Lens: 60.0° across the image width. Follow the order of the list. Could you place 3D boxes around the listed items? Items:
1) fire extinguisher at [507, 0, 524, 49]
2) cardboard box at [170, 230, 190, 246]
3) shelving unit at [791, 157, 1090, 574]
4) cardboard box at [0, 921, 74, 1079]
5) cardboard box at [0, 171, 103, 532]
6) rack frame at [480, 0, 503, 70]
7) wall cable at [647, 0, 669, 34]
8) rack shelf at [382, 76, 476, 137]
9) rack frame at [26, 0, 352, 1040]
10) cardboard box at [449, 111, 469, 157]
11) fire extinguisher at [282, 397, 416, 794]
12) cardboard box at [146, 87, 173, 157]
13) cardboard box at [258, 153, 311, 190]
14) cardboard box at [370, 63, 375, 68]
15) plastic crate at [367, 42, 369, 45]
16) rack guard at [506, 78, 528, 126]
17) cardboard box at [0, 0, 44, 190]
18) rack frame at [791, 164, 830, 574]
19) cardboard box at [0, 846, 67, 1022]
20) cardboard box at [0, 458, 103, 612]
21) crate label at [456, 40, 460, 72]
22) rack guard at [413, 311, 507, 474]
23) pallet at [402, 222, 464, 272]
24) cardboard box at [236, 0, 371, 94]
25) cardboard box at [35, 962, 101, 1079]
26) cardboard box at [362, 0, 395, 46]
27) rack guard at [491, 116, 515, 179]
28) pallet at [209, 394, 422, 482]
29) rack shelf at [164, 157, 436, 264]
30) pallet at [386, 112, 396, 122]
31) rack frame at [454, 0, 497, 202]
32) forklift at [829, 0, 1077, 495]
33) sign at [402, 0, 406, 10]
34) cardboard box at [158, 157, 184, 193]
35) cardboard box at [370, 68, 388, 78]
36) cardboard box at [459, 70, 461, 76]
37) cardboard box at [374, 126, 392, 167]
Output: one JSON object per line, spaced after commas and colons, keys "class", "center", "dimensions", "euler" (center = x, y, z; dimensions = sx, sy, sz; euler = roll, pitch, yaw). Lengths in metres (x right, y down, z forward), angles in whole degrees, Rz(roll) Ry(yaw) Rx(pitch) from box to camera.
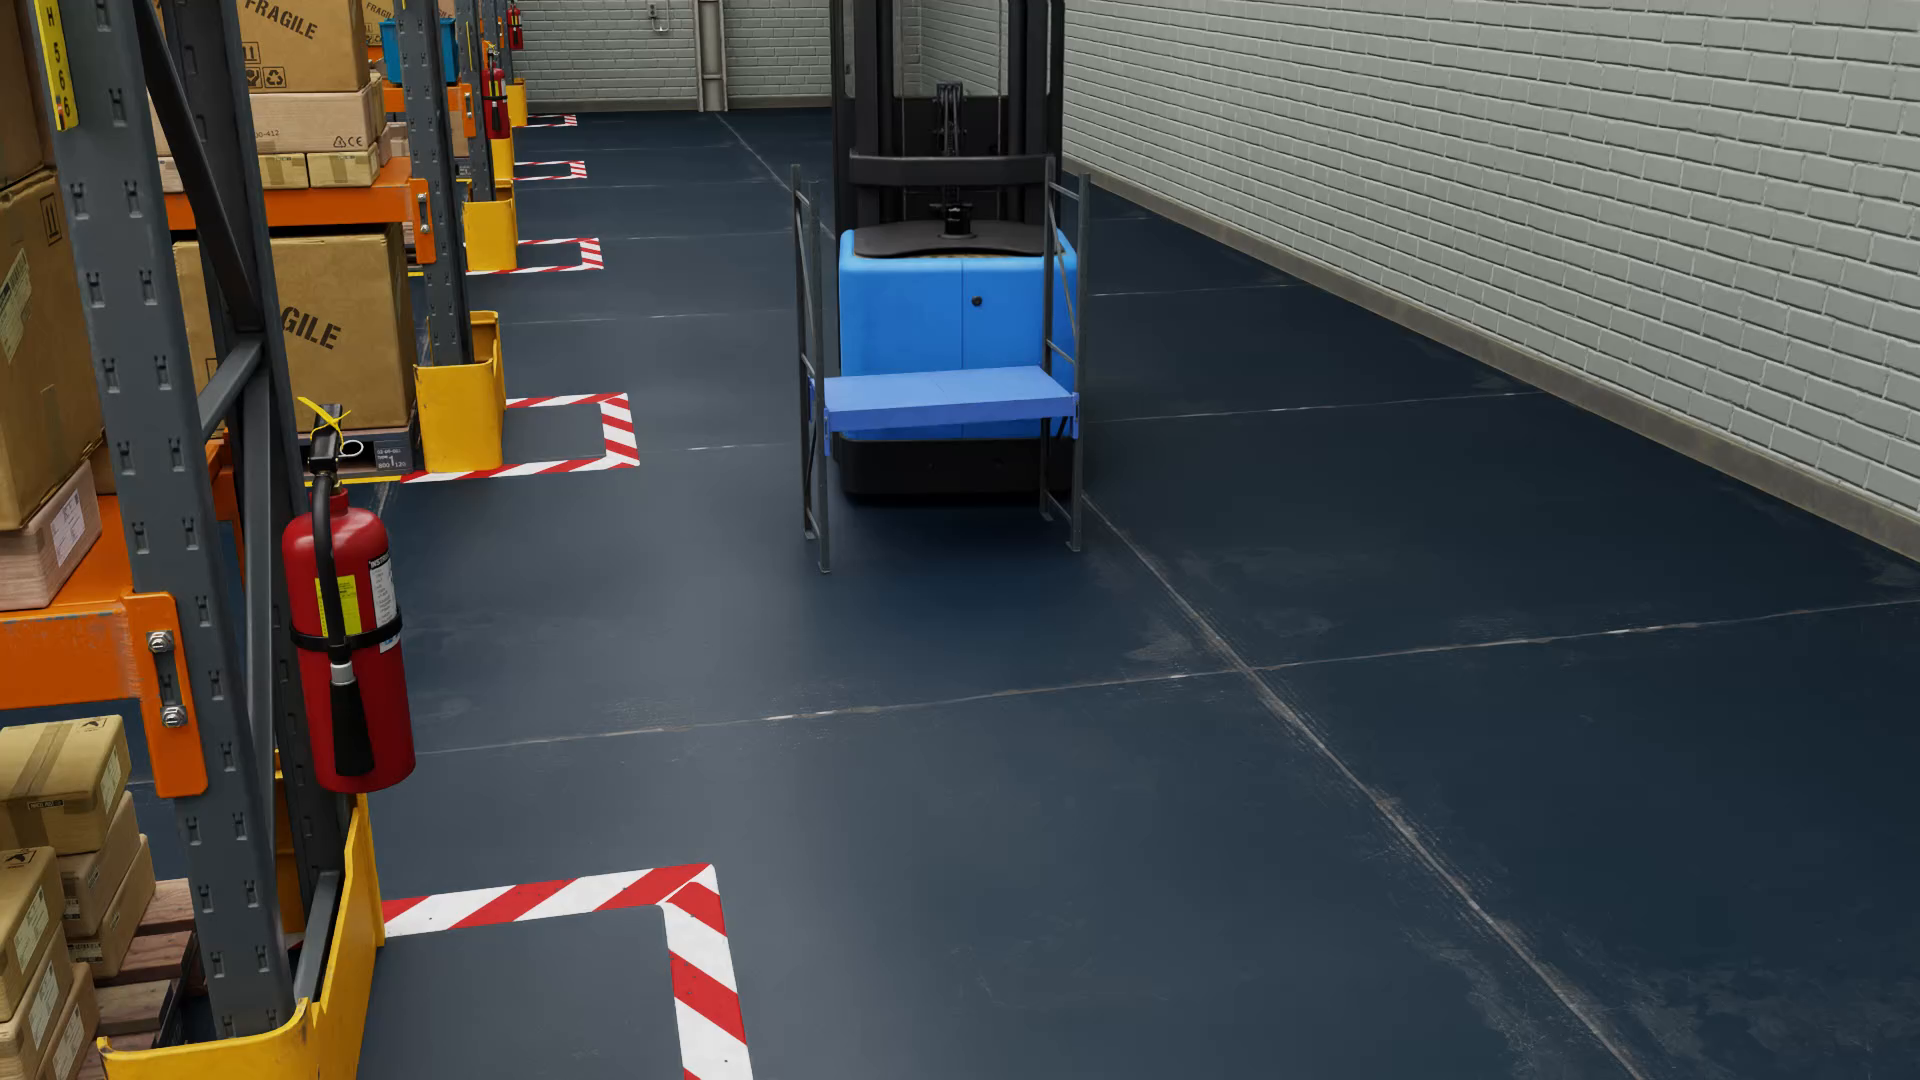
{"class": "fire extinguisher", "center": [-5.615, -6.536, 20.952], "dimensions": [0.183, 0.674, 0.296], "euler": [-5, 21, -12]}
{"class": "cardboard box", "center": [-3.939, -0.966, 7.570], "dimensions": [0.875, 0.875, 0.875], "euler": [-5, 21, -12]}
{"class": "shelving unit", "center": [-0.083, -0.697, 6.538], "dimensions": [1.048, 1.500, 0.538], "euler": [-5, 21, -12]}
{"class": "cardboard box", "center": [-1.854, 0.891, 3.123], "dimensions": [0.250, 0.149, 0.380], "euler": [-5, 21, -14]}
{"class": "cardboard box", "center": [-1.784, -0.313, 2.730], "dimensions": [0.500, 0.500, 0.500], "euler": [-4, 21, -11]}
{"class": "rack frame", "center": [-4.725, -5.232, 16.738], "dimensions": [0.127, 3.000, 1.000], "euler": [-5, 21, -12]}
{"class": "wall cable", "center": [-4.840, -7.785, 22.230], "dimensions": [1.851, 1.984, 0.084], "euler": [-5, 21, -12]}
{"class": "rack shelf", "center": [-5.535, -3.078, 11.902], "dimensions": [4.000, 0.370, 1.077], "euler": [-5, 21, -12]}
{"class": "rack frame", "center": [-1.406, -0.248, 3.130], "dimensions": [0.127, 3.000, 1.000], "euler": [-5, 21, -12]}
{"class": "cardboard box", "center": [-5.197, -4.140, 16.749], "dimensions": [0.500, 0.500, 0.500], "euler": [-5, 21, -12]}
{"class": "fire extinguisher", "center": [-1.055, 0.098, 2.841], "dimensions": [0.183, 0.674, 0.296], "euler": [-5, 21, -12]}
{"class": "cardboard box", "center": [-3.353, -1.818, 7.203], "dimensions": [0.500, 0.250, 0.500], "euler": [-5, 21, -13]}
{"class": "cardboard box", "center": [-2.972, -1.639, 7.292], "dimensions": [0.250, 0.149, 0.380], "euler": [-4, 21, -12]}
{"class": "cardboard box", "center": [-7.435, -6.126, 21.257], "dimensions": [0.250, 0.149, 0.380], "euler": [-4, 21, -12]}
{"class": "plastic crate", "center": [-4.545, -3.562, 12.334], "dimensions": [0.300, 0.233, 0.416], "euler": [-5, 21, -12]}
{"class": "rack guard", "center": [-5.845, -5.718, 21.699], "dimensions": [0.348, 0.500, 1.175], "euler": [-5, 21, -12]}
{"class": "cardboard box", "center": [-1.794, -0.785, 2.564], "dimensions": [0.500, 0.500, 0.500], "euler": [-5, 21, -14]}
{"class": "rack frame", "center": [-0.578, -0.657, 6.428], "dimensions": [0.032, 1.500, 0.500], "euler": [-5, 21, -12]}
{"class": "cardboard box", "center": [-1.863, 0.741, 3.100], "dimensions": [0.250, 0.149, 0.380], "euler": [-4, 21, -12]}
{"class": "cardboard box", "center": [-1.658, -0.010, 2.845], "dimensions": [0.250, 0.149, 0.380], "euler": [-5, 21, -12]}
{"class": "crate label", "center": [-3.905, -3.614, 12.477], "dimensions": [0.303, 0.233, 0.416], "euler": [-5, 21, -12]}
{"class": "rack guard", "center": [-2.426, -0.744, 8.120], "dimensions": [0.348, 0.500, 1.175], "euler": [-5, 21, -12]}
{"class": "pallet", "center": [-4.400, -2.212, 12.547], "dimensions": [1.213, 0.211, 1.003], "euler": [-5, 21, -12]}
{"class": "cardboard box", "center": [-2.863, -2.211, 7.185], "dimensions": [0.500, 0.500, 0.500], "euler": [-4, 21, -12]}
{"class": "cardboard box", "center": [-1.870, 1.005, 3.244], "dimensions": [0.250, 0.149, 0.380], "euler": [-4, 21, -12]}
{"class": "cardboard box", "center": [-5.602, -5.111, 16.260], "dimensions": [0.500, 0.500, 0.500], "euler": [-4, 21, -12]}
{"class": "rack guard", "center": [-4.799, -4.053, 17.151], "dimensions": [0.348, 0.500, 1.175], "euler": [-5, 21, -12]}
{"class": "pallet", "center": [-3.209, -0.517, 7.920], "dimensions": [1.213, 0.211, 1.003], "euler": [-5, 21, -12]}
{"class": "rack shelf", "center": [-4.395, -1.420, 7.376], "dimensions": [4.000, 0.370, 1.077], "euler": [-5, 21, -12]}
{"class": "pallet", "center": [-7.813, -5.396, 21.239], "dimensions": [1.213, 0.211, 1.003], "euler": [-5, 21, -12]}
{"class": "rack frame", "center": [-3.589, -3.574, 12.211], "dimensions": [0.127, 3.000, 1.000], "euler": [-5, 21, -12]}
{"class": "forklift", "center": [-0.074, -2.031, 8.098], "dimensions": [1.130, 2.935, 3.031], "euler": [-1, 20, -3]}
{"class": "sign", "center": [-2.338, -2.388, 6.946], "dimensions": [0.005, 0.325, 0.100], "euler": [-5, 21, -12]}
{"class": "cardboard box", "center": [-3.461, -1.600, 7.186], "dimensions": [0.250, 0.149, 0.380], "euler": [-4, 21, -12]}
{"class": "cardboard box", "center": [-7.503, -5.745, 21.161], "dimensions": [0.500, 0.500, 0.700], "euler": [-5, 21, -14]}
{"class": "cardboard box", "center": [-6.527, -5.825, 21.379], "dimensions": [0.500, 0.500, 0.700], "euler": [-5, 21, -12]}
{"class": "cardboard box", "center": [-2.870, -1.881, 7.953], "dimensions": [0.250, 0.149, 0.380], "euler": [-4, 21, -12]}
